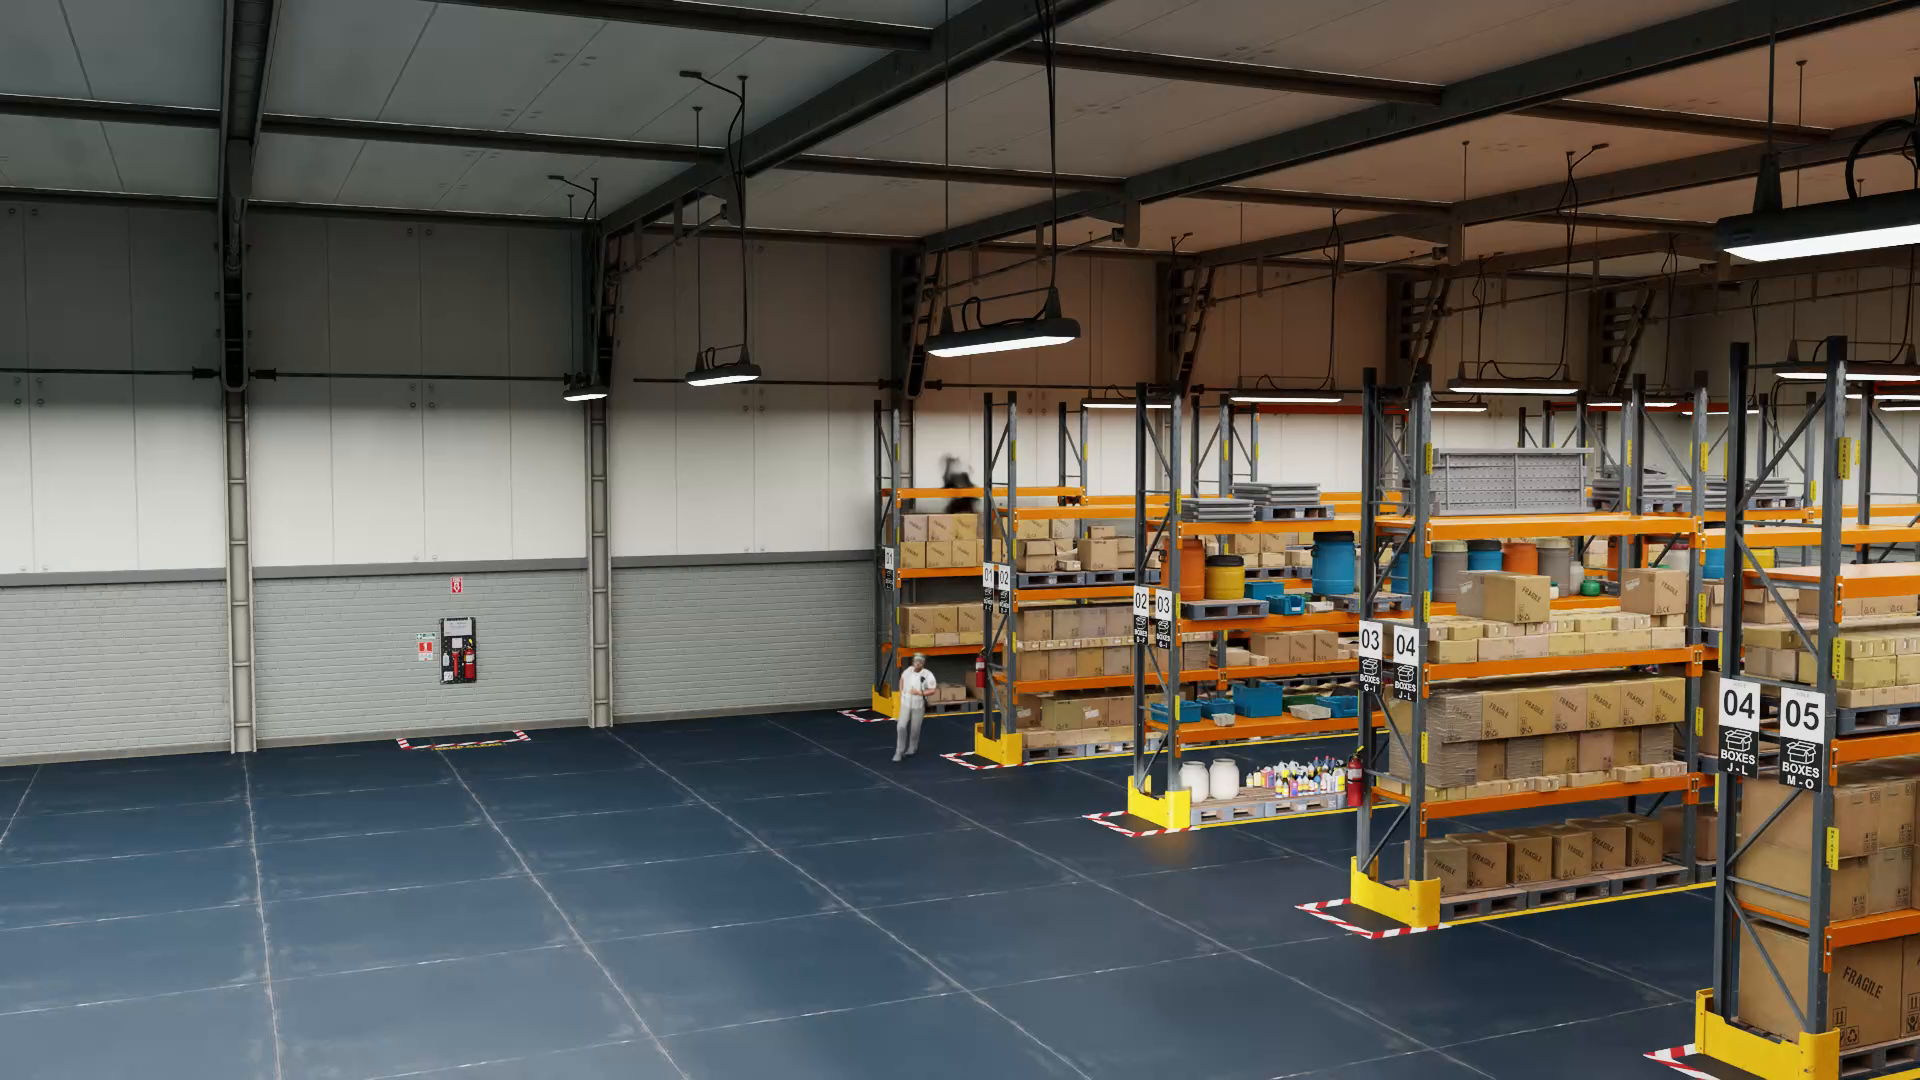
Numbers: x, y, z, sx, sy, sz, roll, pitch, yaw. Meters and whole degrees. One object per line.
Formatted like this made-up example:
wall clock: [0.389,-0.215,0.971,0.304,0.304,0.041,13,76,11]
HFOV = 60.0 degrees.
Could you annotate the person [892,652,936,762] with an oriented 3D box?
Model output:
person: [-0.711,2.727,27.207,0.695,1.833,0.720,1,3,11]
